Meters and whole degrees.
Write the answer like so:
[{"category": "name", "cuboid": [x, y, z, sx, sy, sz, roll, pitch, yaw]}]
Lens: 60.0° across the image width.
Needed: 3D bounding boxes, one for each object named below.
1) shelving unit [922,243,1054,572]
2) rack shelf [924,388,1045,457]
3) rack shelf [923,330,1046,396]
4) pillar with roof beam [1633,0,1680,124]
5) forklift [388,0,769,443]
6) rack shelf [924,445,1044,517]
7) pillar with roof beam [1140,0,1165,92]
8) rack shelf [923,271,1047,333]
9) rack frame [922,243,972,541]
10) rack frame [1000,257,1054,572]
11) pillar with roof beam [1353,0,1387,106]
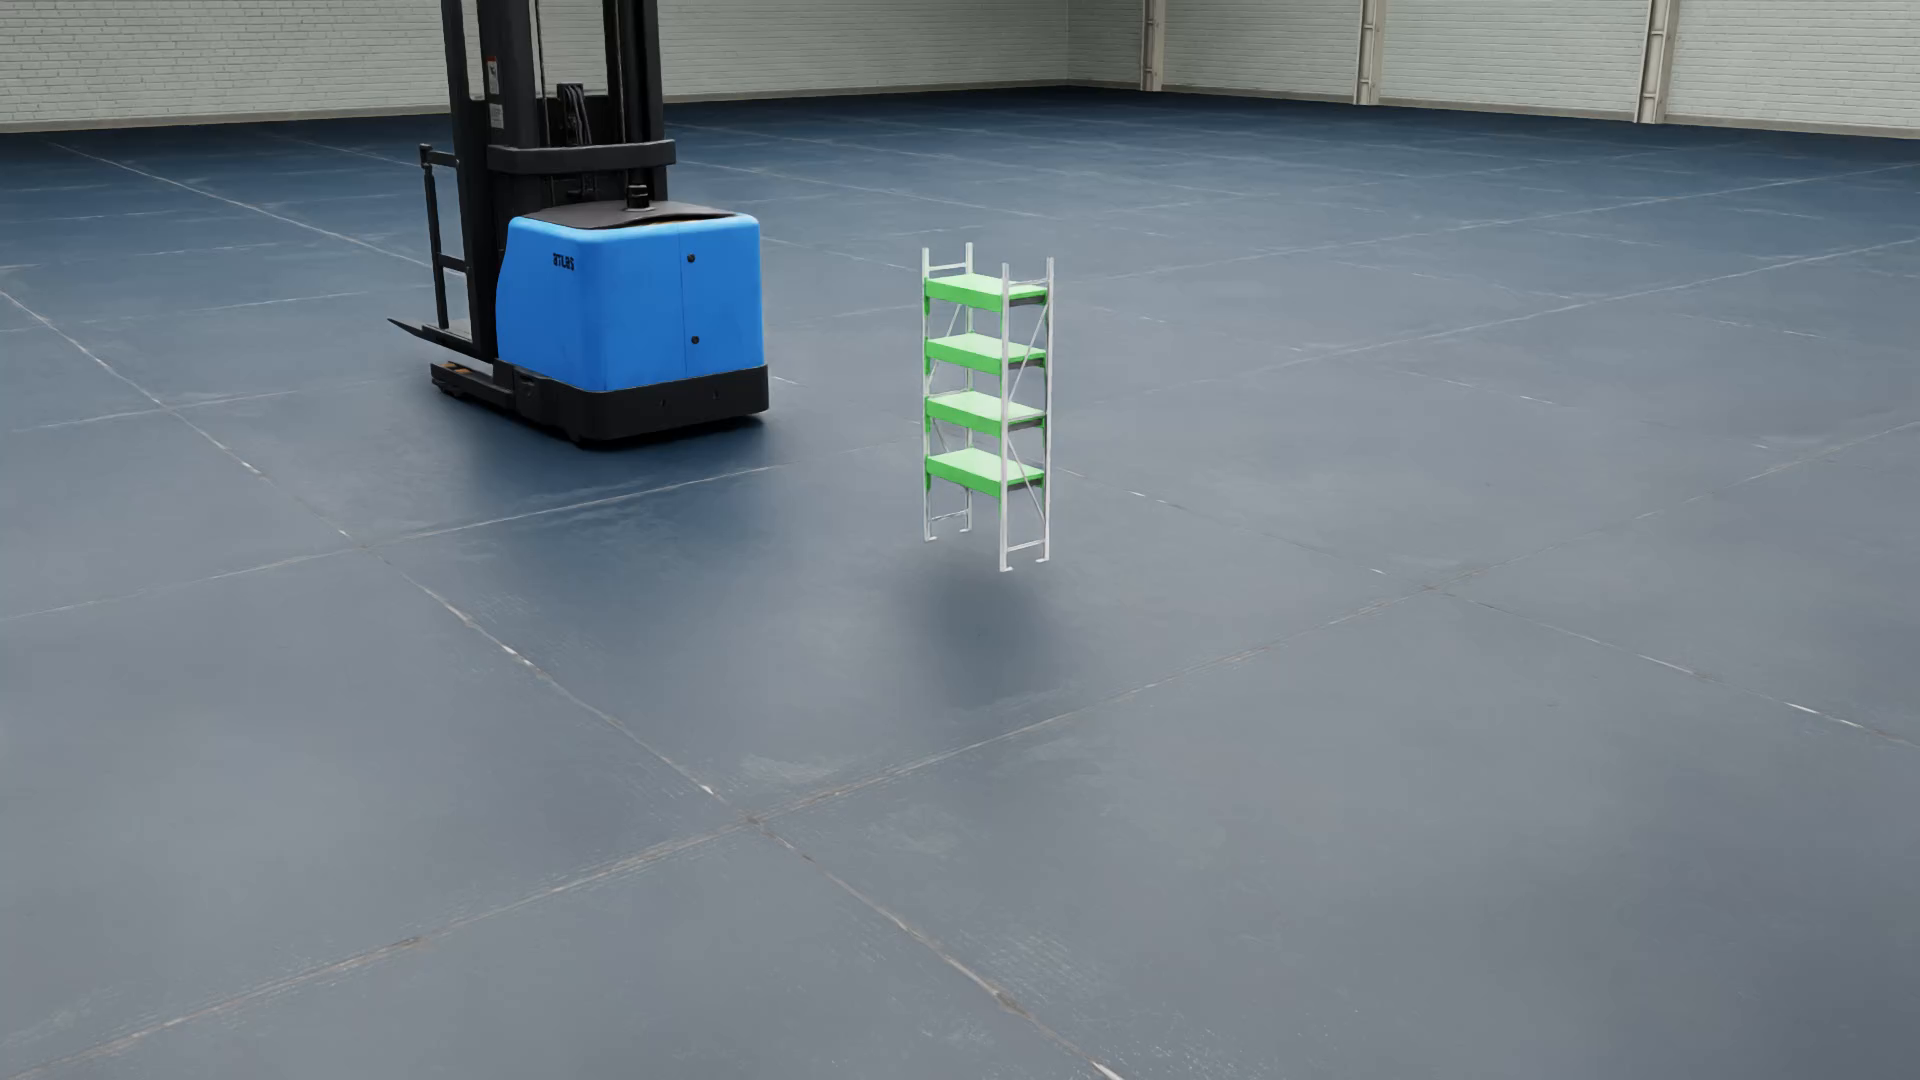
[{"category": "shelving unit", "cuboid": [0.103, -0.529, 6.551, 0.258, 1.200, 0.503, -14, 23, -36]}, {"category": "rack shelf", "cuboid": [0.103, -0.468, 6.571, 0.258, 0.148, 0.480, -14, 23, -36]}, {"category": "rack shelf", "cuboid": [0.103, -0.696, 6.495, 0.258, 0.148, 0.480, -14, 23, -36]}, {"category": "pillar with roof beam", "cuboid": [8.355, -10.534, 24.361, 9.100, 9.000, 0.400, -14, 23, -36]}, {"category": "forklift", "cuboid": [-2.331, -2.266, 9.044, 1.130, 2.935, 3.031, -15, 23, -38]}, {"category": "rack shelf", "cuboid": [0.103, -0.240, 6.646, 0.258, 0.148, 0.480, -14, 23, -36]}, {"category": "pillar with roof beam", "cuboid": [0.905, -13.491, 33.290, 9.100, 9.000, 0.400, -14, 23, -36]}, {"category": "rack shelf", "cuboid": [0.103, -0.924, 6.420, 0.258, 0.148, 0.480, -14, 23, -36]}, {"category": "rack frame", "cuboid": [-0.049, -0.589, 6.732, 0.240, 1.200, 0.015, -14, 23, -36]}, {"category": "rack frame", "cuboid": [0.254, -0.469, 6.369, 0.240, 1.200, 0.015, -14, 23, -36]}, {"category": "pillar with roof beam", "cuboid": [4.630, -12.013, 28.826, 9.100, 9.000, 0.400, -14, 23, -36]}]
